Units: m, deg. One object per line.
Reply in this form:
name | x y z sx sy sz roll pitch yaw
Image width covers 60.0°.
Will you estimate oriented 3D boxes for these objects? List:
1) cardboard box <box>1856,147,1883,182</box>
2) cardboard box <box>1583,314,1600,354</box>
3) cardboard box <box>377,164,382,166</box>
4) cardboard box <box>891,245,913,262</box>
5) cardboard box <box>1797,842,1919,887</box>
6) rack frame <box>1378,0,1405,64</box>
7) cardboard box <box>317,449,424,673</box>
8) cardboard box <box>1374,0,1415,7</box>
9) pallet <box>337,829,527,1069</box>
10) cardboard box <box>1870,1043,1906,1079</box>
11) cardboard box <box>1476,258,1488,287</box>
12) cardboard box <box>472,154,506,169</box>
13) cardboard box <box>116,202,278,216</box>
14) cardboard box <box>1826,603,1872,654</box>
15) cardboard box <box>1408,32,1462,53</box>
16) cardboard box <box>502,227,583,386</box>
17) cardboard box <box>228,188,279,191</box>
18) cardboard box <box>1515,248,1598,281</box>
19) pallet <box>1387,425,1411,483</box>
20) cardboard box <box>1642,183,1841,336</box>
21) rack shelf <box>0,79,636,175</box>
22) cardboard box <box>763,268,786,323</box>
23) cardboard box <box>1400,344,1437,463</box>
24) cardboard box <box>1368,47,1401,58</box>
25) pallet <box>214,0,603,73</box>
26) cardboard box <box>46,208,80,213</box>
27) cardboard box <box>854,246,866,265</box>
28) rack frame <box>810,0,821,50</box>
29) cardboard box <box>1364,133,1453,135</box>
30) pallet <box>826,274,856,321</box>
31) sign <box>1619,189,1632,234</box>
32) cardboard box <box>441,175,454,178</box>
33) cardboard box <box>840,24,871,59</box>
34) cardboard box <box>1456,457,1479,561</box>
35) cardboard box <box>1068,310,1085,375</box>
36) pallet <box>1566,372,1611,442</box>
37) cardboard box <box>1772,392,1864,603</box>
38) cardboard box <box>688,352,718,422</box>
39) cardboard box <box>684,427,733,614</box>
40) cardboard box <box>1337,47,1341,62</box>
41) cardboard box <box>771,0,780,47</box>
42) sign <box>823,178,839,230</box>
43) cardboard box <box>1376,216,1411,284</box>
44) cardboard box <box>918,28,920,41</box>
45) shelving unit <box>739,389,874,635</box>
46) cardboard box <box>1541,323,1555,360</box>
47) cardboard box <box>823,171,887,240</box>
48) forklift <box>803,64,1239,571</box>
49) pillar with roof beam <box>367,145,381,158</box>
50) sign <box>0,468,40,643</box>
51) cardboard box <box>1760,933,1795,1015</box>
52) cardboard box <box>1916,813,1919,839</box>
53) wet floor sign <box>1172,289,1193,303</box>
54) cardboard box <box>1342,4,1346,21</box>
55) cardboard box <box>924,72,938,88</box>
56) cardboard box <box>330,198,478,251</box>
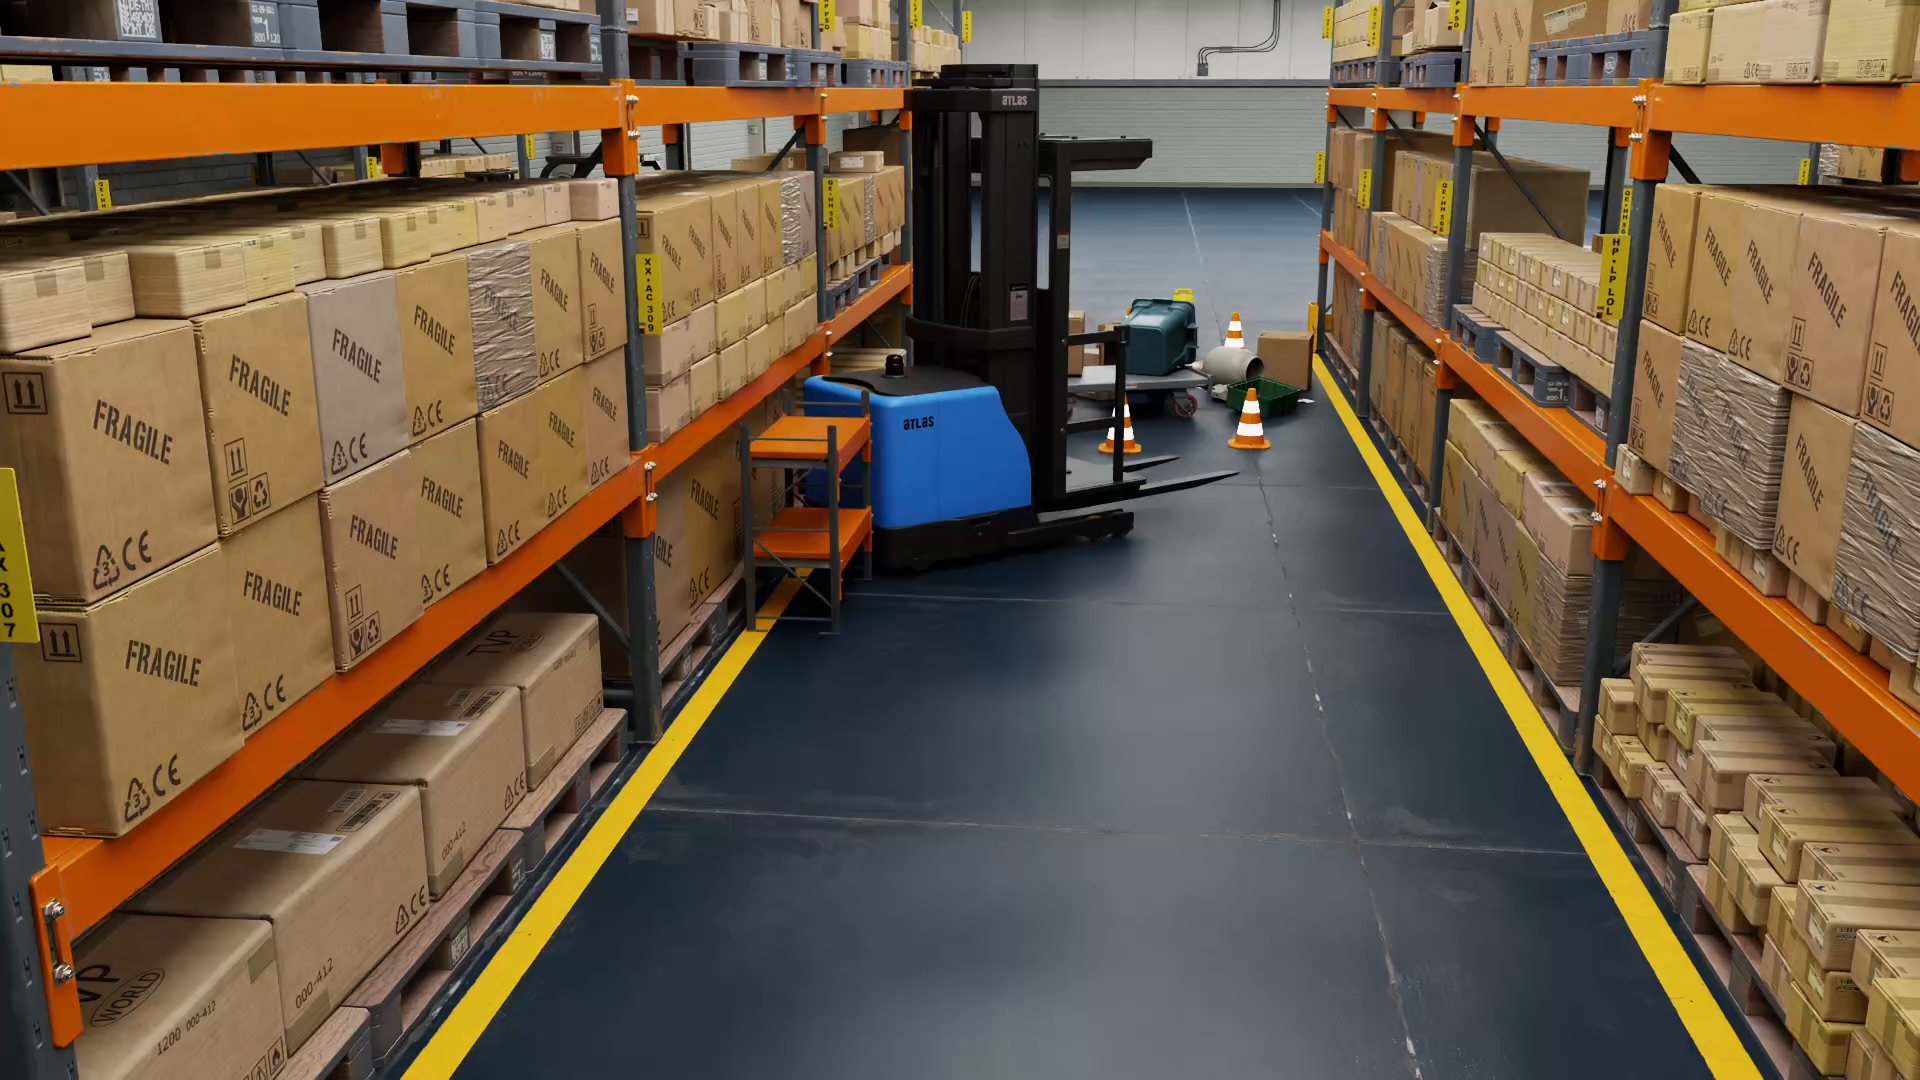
cardboard box | 8.920 -3.672 15.817 0.500 0.500 0.500 2 15 6
cardboard box | 3.008 -0.918 7.416 0.380 0.149 0.250 2 15 9
cardboard box | -5.569 -3.506 15.879 0.380 0.149 0.250 1 15 5
cardboard box | -0.573 -2.596 14.998 0.380 0.149 0.250 2 15 6
cardboard box | 2.652 0.992 4.764 0.380 0.149 0.250 1 15 4
rack frame | 4.003 -5.422 13.473 1.000 3.000 0.127 2 15 6
cardboard box | -1.837 0.039 4.579 0.500 0.500 0.500 2 15 6
cardboard box | 3.728 -4.593 14.111 0.380 0.149 0.250 2 15 6
pallet | -2.128 1.288 5.495 1.003 0.211 1.213 2 15 6
cardboard box | 2.482 1.336 4.061 0.380 0.149 0.250 1 15 4
cardboard box | 3.298 -1.594 9.917 0.380 0.149 0.250 2 15 9
cardboard box | -5.236 -4.169 18.329 0.380 0.149 0.250 2 15 6
cardboard box | -2.314 -0.946 5.064 0.380 0.149 0.250 2 15 6
cardboard box | 2.651 0.214 4.605 0.380 0.149 0.250 2 15 7
cardboard box | 3.587 -3.748 12.514 0.380 0.149 0.250 2 15 6
cardboard box | -1.674 -0.839 5.913 0.500 0.500 0.500 1 15 5
cardboard box | -6.194 -2.999 14.573 0.380 0.149 0.250 1 15 4
cardboard box | 3.188 -1.471 8.891 0.380 0.149 0.250 2 15 9
pallet | 3.856 -0.660 12.698 1.003 0.211 1.213 2 15 6
cardboard box | 2.807 -1.016 5.994 0.500 0.500 0.500 2 15 8
rack shelf | -2.055 -1.152 4.809 1.077 0.370 4.000 2 15 6
cardboard box | -1.272 -1.377 9.338 0.500 0.250 0.500 1 15 5
cardboard box | 3.805 -0.987 12.072 1.050 0.750 0.750 2 15 7
cardboard box | 3.755 -4.273 14.455 0.380 0.149 0.250 2 15 7
pallet | -1.932 -1.764 5.862 1.003 0.211 1.213 2 15 6
cardboard box | -6.467 -2.341 12.140 0.380 0.149 0.250 2 15 6
cardboard box | -0.926 -2.186 12.676 0.380 0.149 0.250 2 15 8
rack frame | -1.378 -4.504 10.079 1.000 3.000 0.127 2 15 6
cardboard box | 4.223 -3.496 15.489 0.875 0.550 0.550 2 15 6
pallet | -1.404 -1.703 11.582 1.213 0.211 1.003 2 15 6
sign | 4.092 -1.995 10.229 0.100 0.325 0.005 2 15 6
cardboard box | -5.368 -3.627 16.896 0.380 0.149 0.250 1 15 5
cardboard box | -0.969 -3.805 12.722 0.500 0.250 0.500 2 15 7
cardboard box | 3.165 -0.178 9.558 0.500 0.500 0.500 2 15 7
cardboard box | 0.845 -1.760 14.761 0.500 0.500 0.500 2 15 6
pallet | 3.331 -0.552 7.325 1.003 0.211 1.213 2 15 6
cardboard box | 2.621 -0.124 4.611 0.500 0.500 0.500 2 15 9
cardboard box | -1.461 -0.739 7.934 0.500 0.250 0.500 1 15 5
cardboard box | -1.745 -0.145 8.718 0.875 0.875 0.875 2 15 8
cardboard box | 4.040 -4.930 16.888 0.380 0.149 0.250 2 15 6
cardboard box | -1.186 -2.826 9.074 0.396 0.266 0.258 1 15 5
sign | -0.826 -2.151 10.653 0.100 0.325 0.005 2 15 6
cardboard box | 3.620 -2.315 13.284 0.500 0.500 0.500 2 15 7
cardboard box | -0.567 -4.497 14.755 0.380 0.149 0.250 2 15 8
shelving unit | -0.827 -0.183 9.182 0.538 1.125 1.048 2 15 6
cardboard box | 3.092 -0.979 8.213 0.380 0.149 0.250 2 15 9
cardboard box | -0.870 -2.651 13.154 0.500 0.500 0.500 2 15 8
forklift | 0.513 -1.510 10.631 3.031 2.935 1.130 -11 18 -34
pillar with roof beam | -2.104 -6.443 17.251 9.100 9.000 0.400 2 15 6
sign | -1.730 0.029 2.999 0.100 0.325 0.005 2 15 6
cardboard box | 2.577 1.279 4.843 0.380 0.149 0.250 2 15 7
cardboard box | 3.108 0.937 4.967 0.380 0.149 0.250 2 15 6
wet floor sign | 2.490 -2.492 18.644 0.267 0.644 0.232 -1 15 -3
cardboard box | 4.013 -5.252 16.549 0.380 0.149 0.250 2 15 7
cardboard box | -0.415 -4.377 15.839 0.380 0.149 0.250 1 15 5
cardboard box | -1.755 -0.996 5.248 0.380 0.149 0.250 1 15 5
